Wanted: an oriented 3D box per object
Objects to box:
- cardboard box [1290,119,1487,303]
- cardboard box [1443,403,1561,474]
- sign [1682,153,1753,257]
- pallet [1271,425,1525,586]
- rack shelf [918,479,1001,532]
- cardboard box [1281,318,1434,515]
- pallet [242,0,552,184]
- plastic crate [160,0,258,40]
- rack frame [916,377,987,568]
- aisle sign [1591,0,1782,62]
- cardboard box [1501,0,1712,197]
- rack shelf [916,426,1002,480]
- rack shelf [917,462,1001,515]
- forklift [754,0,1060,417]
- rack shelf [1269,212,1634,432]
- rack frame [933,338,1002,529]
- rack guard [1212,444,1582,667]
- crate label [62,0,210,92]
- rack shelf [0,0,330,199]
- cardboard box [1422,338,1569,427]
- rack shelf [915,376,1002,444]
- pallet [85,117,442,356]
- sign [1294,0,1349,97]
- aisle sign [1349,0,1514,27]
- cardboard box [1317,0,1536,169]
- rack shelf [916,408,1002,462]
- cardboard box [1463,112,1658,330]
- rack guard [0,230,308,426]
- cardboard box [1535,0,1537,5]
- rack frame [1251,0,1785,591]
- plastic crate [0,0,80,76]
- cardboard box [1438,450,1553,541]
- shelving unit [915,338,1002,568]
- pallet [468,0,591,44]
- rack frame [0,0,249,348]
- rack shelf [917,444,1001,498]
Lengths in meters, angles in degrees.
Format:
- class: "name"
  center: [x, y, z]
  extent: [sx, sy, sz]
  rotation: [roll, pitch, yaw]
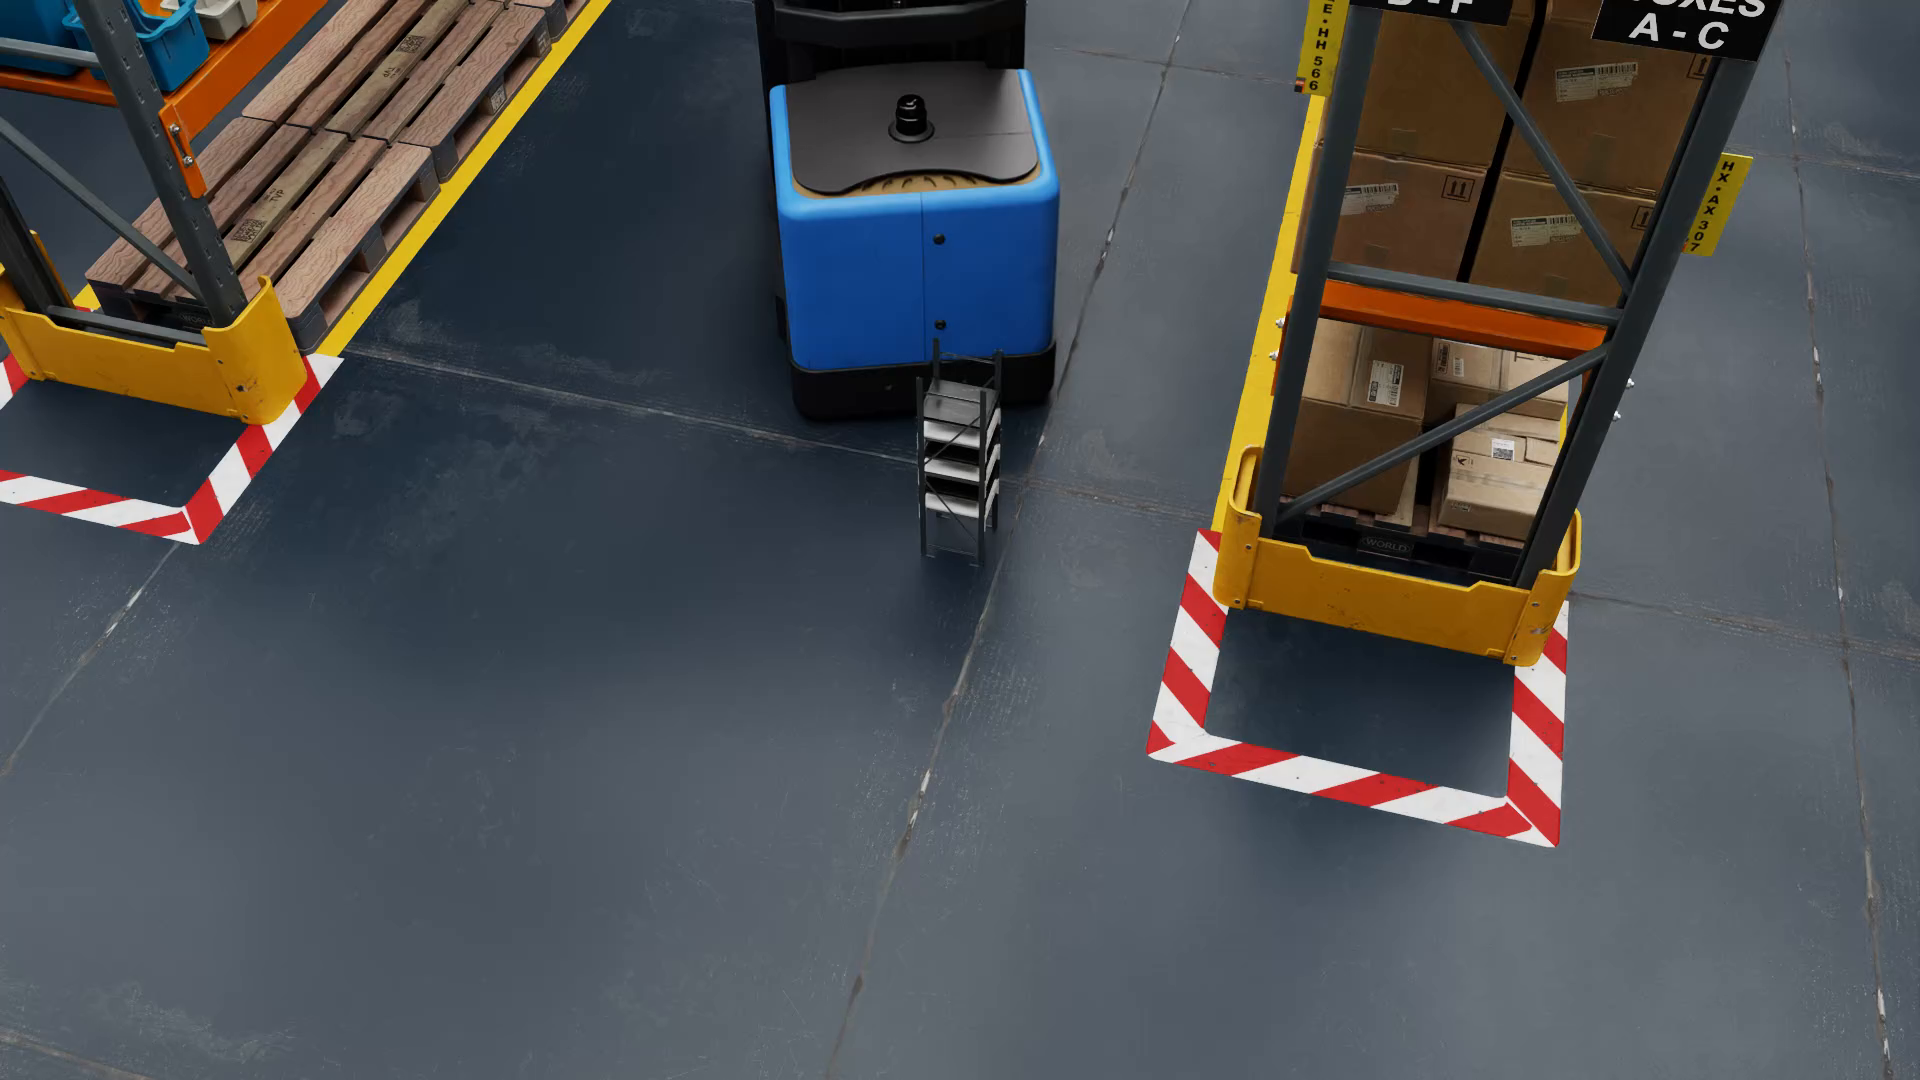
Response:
- class: "cardboard box"
  center: [1.352, -1.129, 5.179]
  extent: [0.500, 0.500, 0.500]
  rotation: [13, 50, 11]
- class: "cardboard box"
  center: [2.004, -0.342, 6.148]
  extent: [0.380, 0.166, 0.250]
  rotation: [12, 50, 10]
- class: "sign"
  center: [2.020, -0.898, 4.465]
  extent: [0.100, 0.325, 0.005]
  rotation: [12, 50, 10]
- class: "pallet"
  center: [1.726, -0.428, 6.487]
  extent: [1.003, 0.211, 1.213]
  rotation: [12, 50, 10]
- class: "rack shelf"
  center: [-0.002, -0.151, 6.067]
  extent: [0.258, 0.077, 0.200]
  rotation: [12, 50, 10]
- class: "cardboard box"
  center: [1.402, -0.479, 6.046]
  extent: [0.500, 0.500, 0.500]
  rotation: [12, 50, 10]
- class: "pallet"
  center: [-2.703, -2.245, 8.090]
  extent: [1.003, 0.211, 1.213]
  rotation: [12, 50, 10]
- class: "plastic crate"
  center: [-2.734, -1.961, 6.116]
  extent: [0.250, 0.136, 0.298]
  rotation: [12, 50, 10]
- class: "rack frame"
  center: [-0.029, -0.218, 5.843]
  extent: [0.240, 0.900, 0.006]
  rotation: [12, 50, 10]
- class: "aisle sign"
  center: [1.762, -1.471, 3.814]
  extent: [0.394, 0.787, 0.004]
  rotation: [12, 50, 10]
- class: "cardboard box"
  center: [1.868, -1.351, 4.709]
  extent: [0.500, 0.500, 0.500]
  rotation: [13, 50, 11]
- class: "rack shelf"
  center: [-0.002, -0.329, 5.865]
  extent: [0.258, 0.077, 0.200]
  rotation: [12, 50, 10]
- class: "rack shelf"
  center: [-0.002, -0.210, 6.000]
  extent: [0.258, 0.077, 0.200]
  rotation: [12, 50, 10]
- class: "forklift"
  center: [-0.308, -2.573, 6.566]
  extent: [1.130, 2.935, 3.031]
  rotation: [-5, 49, -4]
- class: "rack shelf"
  center: [2.023, -1.927, 6.430]
  extent: [1.077, 0.370, 4.000]
  rotation: [12, 50, 10]
- class: "rack frame"
  center: [0.025, -0.365, 5.972]
  extent: [0.240, 0.900, 0.006]
  rotation: [12, 50, 10]
- class: "rack guard"
  center: [1.517, 0.054, 5.869]
  extent: [1.175, 0.500, 0.348]
  rotation: [12, 50, 10]
- class: "crate label"
  center: [-2.898, -1.777, 5.889]
  extent: [0.416, 0.233, 0.303]
  rotation: [12, 50, 10]
- class: "rack shelf"
  center: [-2.755, -2.907, 7.295]
  extent: [1.077, 0.370, 4.000]
  rotation: [12, 50, 10]
- class: "cardboard box"
  center: [2.045, -0.653, 6.366]
  extent: [0.500, 0.250, 0.500]
  rotation: [12, 50, 10]
- class: "rack shelf"
  center: [-0.002, -0.449, 5.730]
  extent: [0.258, 0.077, 0.200]
  rotation: [12, 50, 10]
- class: "pallet"
  center: [-3.026, -1.365, 7.314]
  extent: [1.003, 0.211, 1.213]
  rotation: [12, 50, 10]
- class: "sign"
  center: [0.967, -1.330, 4.440]
  extent: [0.100, 0.325, 0.005]
  rotation: [12, 50, 10]
- class: "aisle sign"
  center: [1.183, -1.590, 3.919]
  extent: [0.394, 0.787, 0.004]
  rotation: [12, 50, 10]
- class: "cardboard box"
  center: [1.349, -1.459, 4.803]
  extent: [0.500, 0.500, 0.500]
  rotation: [11, 50, 10]
- class: "rack shelf"
  center: [-0.002, -0.389, 5.797]
  extent: [0.258, 0.077, 0.200]
  rotation: [12, 50, 10]
- class: "cardboard box"
  center: [1.868, -1.021, 5.083]
  extent: [0.500, 0.500, 0.500]
  rotation: [13, 50, 11]
- class: "rack guard"
  center: [-3.275, -0.852, 6.668]
  extent: [1.175, 0.500, 0.348]
  rotation: [12, 50, 10]
- class: "cardboard box"
  center: [1.998, -1.731, 5.044]
  extent: [0.500, 0.500, 0.500]
  rotation: [12, 50, 10]
- class: "rack frame"
  center: [1.497, -0.719, 4.884]
  extent: [1.000, 3.000, 0.127]
  rotation: [12, 50, 10]
- class: "plastic crate"
  center: [-3.373, -2.009, 5.959]
  extent: [0.616, 0.435, 0.499]
  rotation: [12, 50, 10]
- class: "cardboard box"
  center: [1.939, -0.156, 5.995]
  extent: [0.380, 0.149, 0.250]
  rotation: [12, 50, 10]
- class: "shelving unit"
  center: [-0.002, -0.292, 5.907]
  extent: [0.258, 0.900, 0.210]
  rotation: [12, 50, 10]
- class: "pallet"
  center: [-2.384, -3.130, 8.871]
  extent: [1.003, 0.211, 1.213]
  rotation: [12, 50, 10]
- class: "rack frame"
  center: [-3.281, -1.699, 5.749]
  extent: [1.000, 3.000, 0.127]
  rotation: [12, 50, 10]
- class: "rack shelf"
  center: [-0.002, -0.270, 5.932]
  extent: [0.258, 0.077, 0.200]
  rotation: [12, 50, 10]
